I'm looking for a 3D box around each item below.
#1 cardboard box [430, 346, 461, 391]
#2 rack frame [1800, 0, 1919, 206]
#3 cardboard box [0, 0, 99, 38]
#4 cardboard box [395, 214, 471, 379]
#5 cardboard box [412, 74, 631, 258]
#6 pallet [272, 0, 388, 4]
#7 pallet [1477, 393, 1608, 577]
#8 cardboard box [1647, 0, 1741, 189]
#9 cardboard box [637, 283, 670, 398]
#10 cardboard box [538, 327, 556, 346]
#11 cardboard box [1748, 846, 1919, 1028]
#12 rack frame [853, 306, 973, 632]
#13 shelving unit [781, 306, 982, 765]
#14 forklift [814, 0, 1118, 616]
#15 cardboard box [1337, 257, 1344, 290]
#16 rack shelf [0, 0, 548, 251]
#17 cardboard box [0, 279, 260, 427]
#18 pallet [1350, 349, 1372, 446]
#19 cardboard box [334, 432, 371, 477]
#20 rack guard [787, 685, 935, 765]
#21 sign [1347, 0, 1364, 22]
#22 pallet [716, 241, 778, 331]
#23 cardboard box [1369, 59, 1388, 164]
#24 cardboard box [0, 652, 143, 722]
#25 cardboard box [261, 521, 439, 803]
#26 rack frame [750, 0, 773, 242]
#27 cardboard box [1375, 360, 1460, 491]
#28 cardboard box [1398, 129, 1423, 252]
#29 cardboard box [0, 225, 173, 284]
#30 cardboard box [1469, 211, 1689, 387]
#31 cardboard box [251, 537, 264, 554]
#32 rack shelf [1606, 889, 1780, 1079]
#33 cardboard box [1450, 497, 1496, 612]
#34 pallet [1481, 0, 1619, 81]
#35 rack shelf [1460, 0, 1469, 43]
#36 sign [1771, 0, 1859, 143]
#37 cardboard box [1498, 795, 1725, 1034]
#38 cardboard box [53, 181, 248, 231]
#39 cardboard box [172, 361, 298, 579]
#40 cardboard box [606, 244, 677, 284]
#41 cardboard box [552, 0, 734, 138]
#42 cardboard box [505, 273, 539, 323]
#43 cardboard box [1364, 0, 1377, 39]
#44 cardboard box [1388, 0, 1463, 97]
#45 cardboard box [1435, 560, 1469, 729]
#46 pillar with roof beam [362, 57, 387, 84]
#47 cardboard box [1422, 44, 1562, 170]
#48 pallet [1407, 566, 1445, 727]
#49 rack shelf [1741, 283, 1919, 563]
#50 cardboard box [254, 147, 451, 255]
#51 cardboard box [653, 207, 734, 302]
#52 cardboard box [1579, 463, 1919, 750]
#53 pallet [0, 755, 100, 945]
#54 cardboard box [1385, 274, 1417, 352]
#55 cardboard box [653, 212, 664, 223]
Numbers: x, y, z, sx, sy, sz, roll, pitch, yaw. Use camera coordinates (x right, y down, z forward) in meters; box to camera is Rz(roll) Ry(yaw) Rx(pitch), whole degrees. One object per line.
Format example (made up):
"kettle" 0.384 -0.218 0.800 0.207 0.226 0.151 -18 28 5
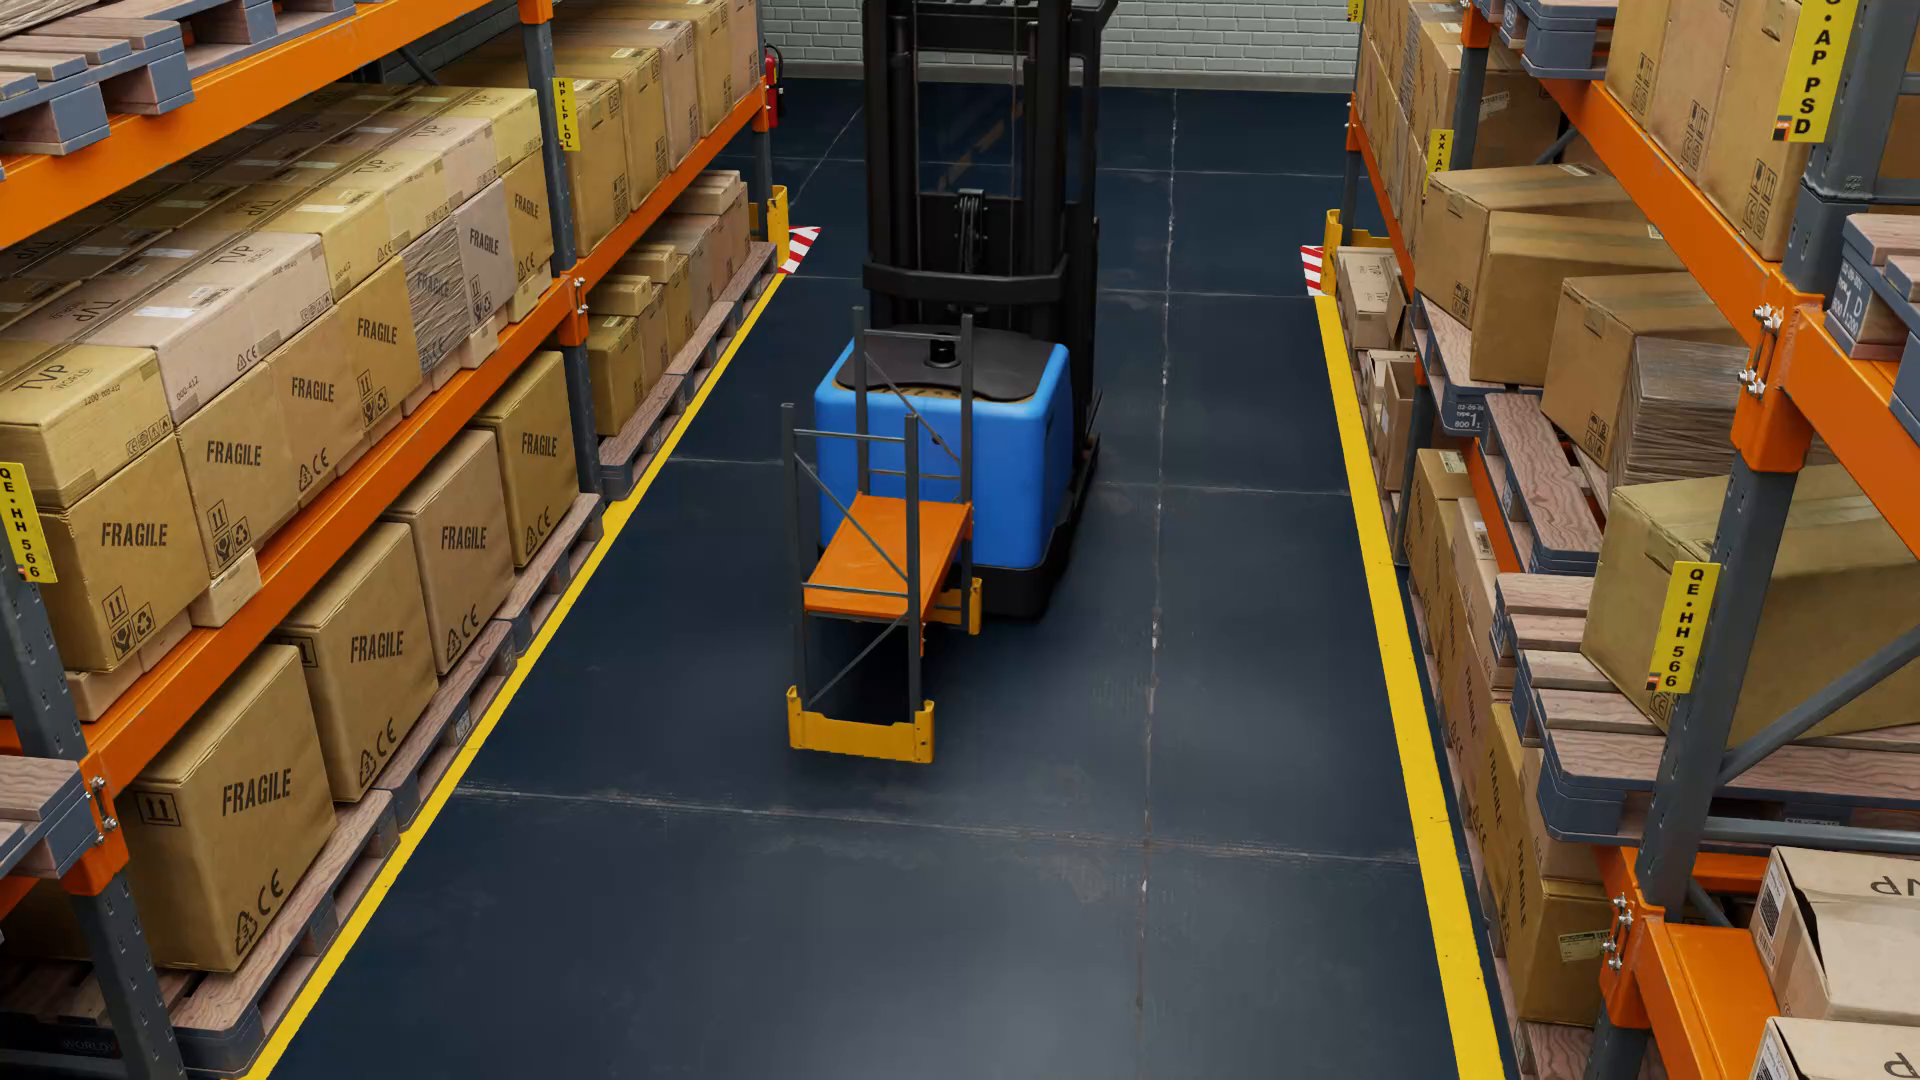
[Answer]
"cardboard box" -2.237 -0.719 6.666 0.380 0.149 0.250 3 28 6
"rack frame" 2.104 -1.947 2.377 1.000 3.000 0.127 3 28 6
"cardboard box" -2.798 -1.635 4.390 0.700 0.500 0.500 2 28 3
"cardboard box" -2.252 -0.950 6.411 0.500 0.500 0.500 3 29 6
"cardboard box" -2.240 -1.862 8.227 0.980 0.700 0.700 4 29 7
"pallet" -2.386 -2.277 6.353 0.805 0.209 1.217 2 28 4
"pallet" 2.338 -0.137 5.545 1.003 0.211 1.213 3 28 6
"cardboard box" 2.186 -1.118 3.895 0.910 0.500 0.500 3 28 6
"cardboard box" -2.065 -1.142 9.400 0.700 0.500 0.500 3 28 6
"cardboard box" -2.344 -1.135 8.702 0.380 0.149 0.250 3 28 6
"cardboard box" 2.016 0.902 3.508 0.500 0.311 0.500 5 29 9
"rack frame" -0.195 -0.278 7.185 0.500 1.500 0.032 6 29 10
"shelving unit" -0.295 -0.046 6.754 0.587 1.500 1.083 6 29 10
"forklift" 0.145 -1.629 8.184 1.130 2.935 3.031 6 29 10
"cardboard box" 2.661 -1.723 10.810 0.380 0.166 0.250 3 28 6
"rack shelf" -2.568 -1.538 5.537 1.077 0.370 4.000 3 28 6
"cardboard box" -2.436 -0.558 4.892 0.500 0.250 0.500 3 28 5
"pallet" 2.826 -0.860 9.625 1.003 0.211 1.213 3 28 6
"cardboard box" -2.365 -0.355 5.990 0.380 0.149 0.250 4 29 6
"rack guard" -0.394 0.736 6.621 0.587 0.250 0.087 6 29 10
"sign" 2.546 -3.485 10.643 0.100 0.325 0.005 3 28 6
"pallet" -1.853 -1.749 11.275 1.003 0.211 1.213 3 28 6
"cardboard box" 2.646 -2.443 9.517 0.500 0.500 0.500 3 28 6
"cardboard box" -2.543 0.368 4.648 0.380 0.149 0.250 3 28 5
"cardboard box" -2.479 0.419 6.134 0.750 0.750 0.750 3 28 6
"rack frame" -1.833 -3.358 11.321 1.000 3.000 0.127 3 28 6
"cardboard box" 2.382 -0.567 8.311 0.500 0.500 0.500 3 28 6
"cardboard box" 2.462 -1.726 8.186 0.500 0.500 0.500 4 29 8
"cardboard box" -2.882 -0.820 5.378 0.500 0.250 0.500 3 28 5
"cardboard box" 2.293 -0.881 6.174 0.700 0.500 0.500 8 29 14
"cardboard box" -2.478 0.004 5.323 0.380 0.149 0.250 3 28 6
"rack shelf" 1.859 1.952 2.223 1.077 0.370 4.000 3 28 6
"cardboard box" 2.170 0.072 6.335 0.500 0.250 0.500 3 29 6
"pallet" 2.320 -1.636 5.159 1.213 0.211 1.003 3 28 6
"rack shelf" 2.839 -3.134 8.501 1.077 0.370 4.000 3 28 6
"sign" 1.566 -0.887 3.026 0.100 0.325 0.005 3 28 6
"cardboard box" 1.986 1.147 5.131 0.500 0.500 0.500 4 29 8
"cardboard box" -2.820 -1.059 5.823 0.500 0.250 0.500 3 28 5
"cardboard box" -2.426 -0.236 5.085 0.500 0.500 0.500 4 29 8
"cardboard box" -1.843 -1.588 9.543 0.380 0.149 0.250 3 28 5
"cardboard box" -1.963 -2.906 10.166 0.980 0.700 0.700 3 28 6
"cardboard box" -2.091 -1.078 7.331 0.380 0.149 0.250 4 29 7
"cardboard box" 2.768 -3.363 10.169 0.500 0.500 0.500 4 29 8
"cardboard box" 2.584 -2.642 8.831 0.500 0.500 0.500 3 28 6
"cardboard box" 2.170 0.418 6.484 0.500 0.500 0.500 4 29 7
"pillar with roof beam" 1.177 -4.246 6.643 9.100 9.000 0.400 3 28 6
"cardboard box" 2.399 -1.926 7.503 0.500 0.500 0.500 3 29 6
"pallet" 2.532 0.424 7.241 1.003 0.211 1.213 3 28 6
"rack shelf" 1.859 0.631 1.511 1.077 0.370 4.000 3 28 6
"cardboard box" -2.261 -1.274 6.222 0.500 0.250 0.500 4 29 7
"cardboard box" -1.880 -1.872 10.754 0.700 0.500 0.500 3 28 6
"cardboard box" 2.069 0.162 4.239 0.700 0.500 0.500 -6 29 -11
"pallet" -2.794 0.834 3.742 1.213 0.211 1.003 3 28 6
"cardboard box" 2.819 -1.168 9.424 0.797 0.503 0.637 3 28 6
"cardboard box" -2.095 -2.107 10.507 0.380 0.149 0.250 4 29 7
